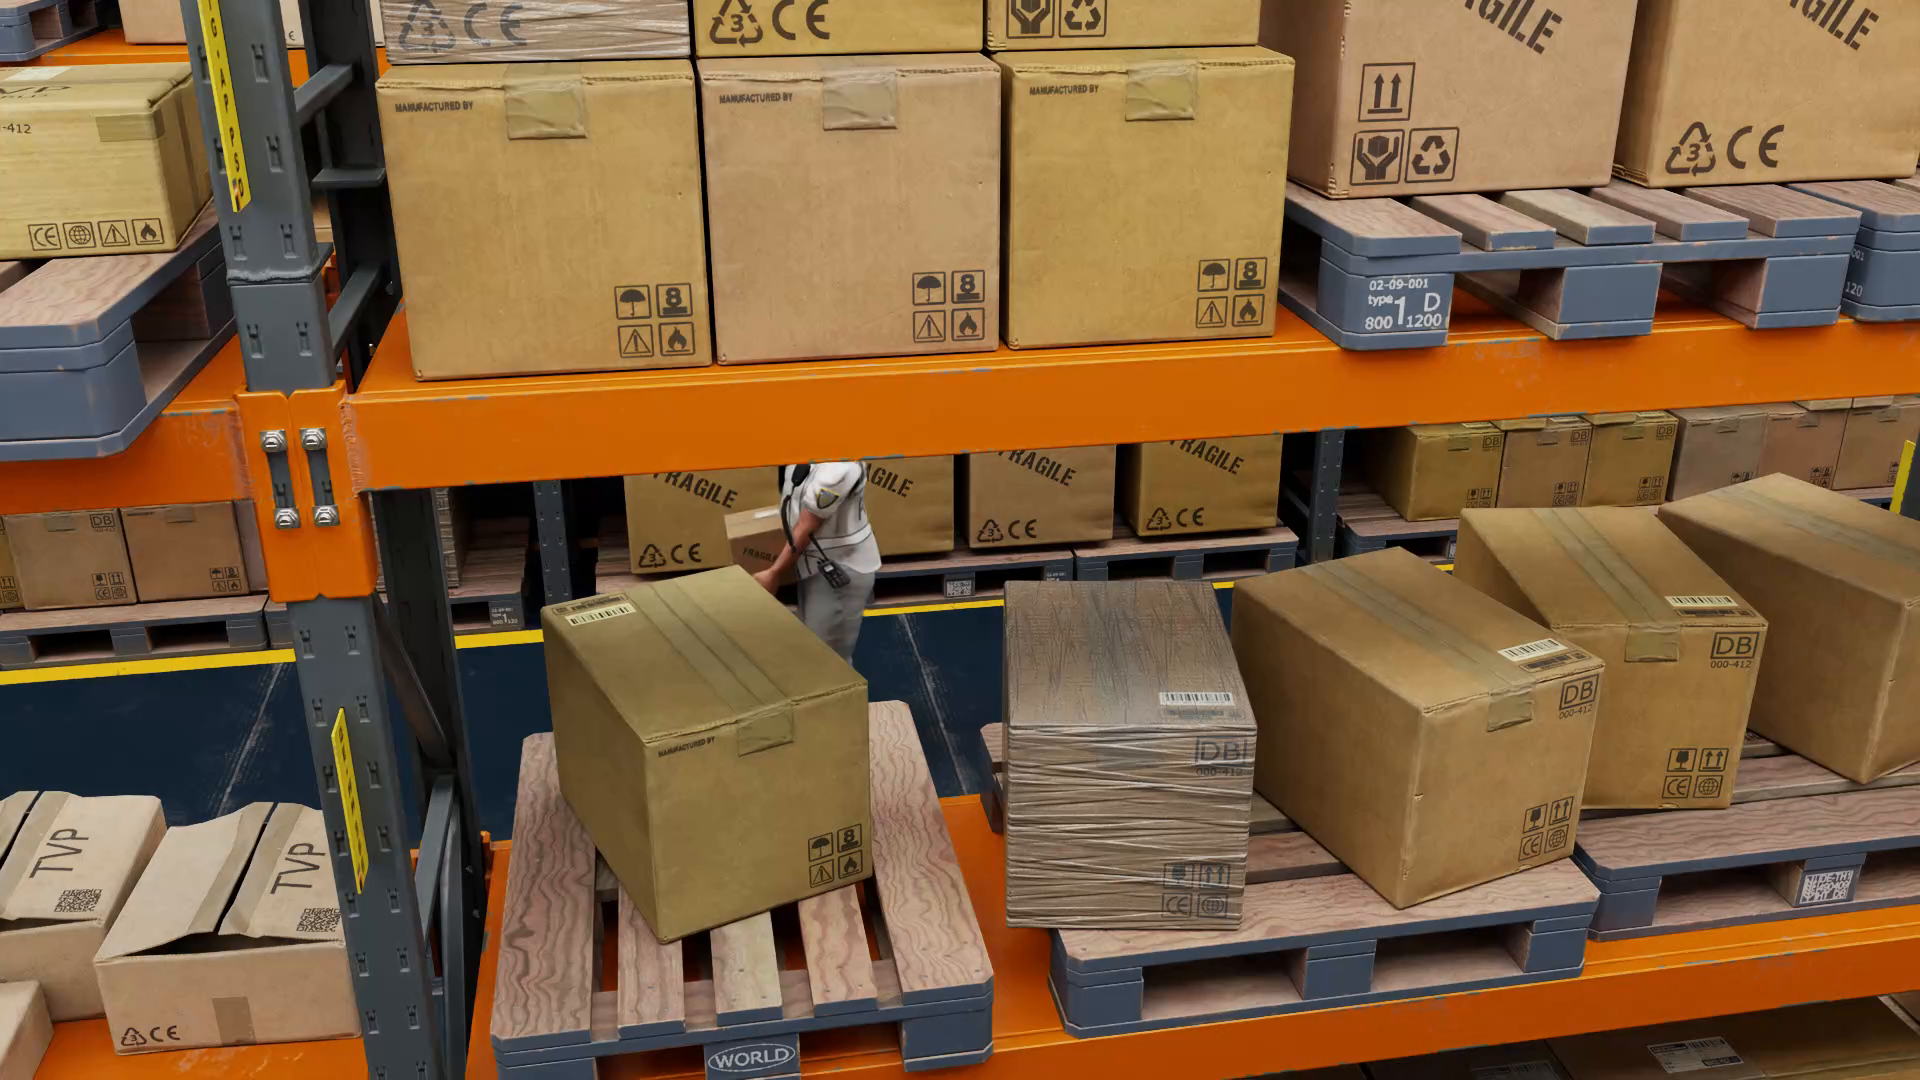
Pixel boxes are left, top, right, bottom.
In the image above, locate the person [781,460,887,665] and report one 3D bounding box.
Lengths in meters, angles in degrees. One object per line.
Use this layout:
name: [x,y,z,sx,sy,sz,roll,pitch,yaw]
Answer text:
person: [-0.525,0.113,6.811,0.437,1.757,0.558,-5,24,-11]
